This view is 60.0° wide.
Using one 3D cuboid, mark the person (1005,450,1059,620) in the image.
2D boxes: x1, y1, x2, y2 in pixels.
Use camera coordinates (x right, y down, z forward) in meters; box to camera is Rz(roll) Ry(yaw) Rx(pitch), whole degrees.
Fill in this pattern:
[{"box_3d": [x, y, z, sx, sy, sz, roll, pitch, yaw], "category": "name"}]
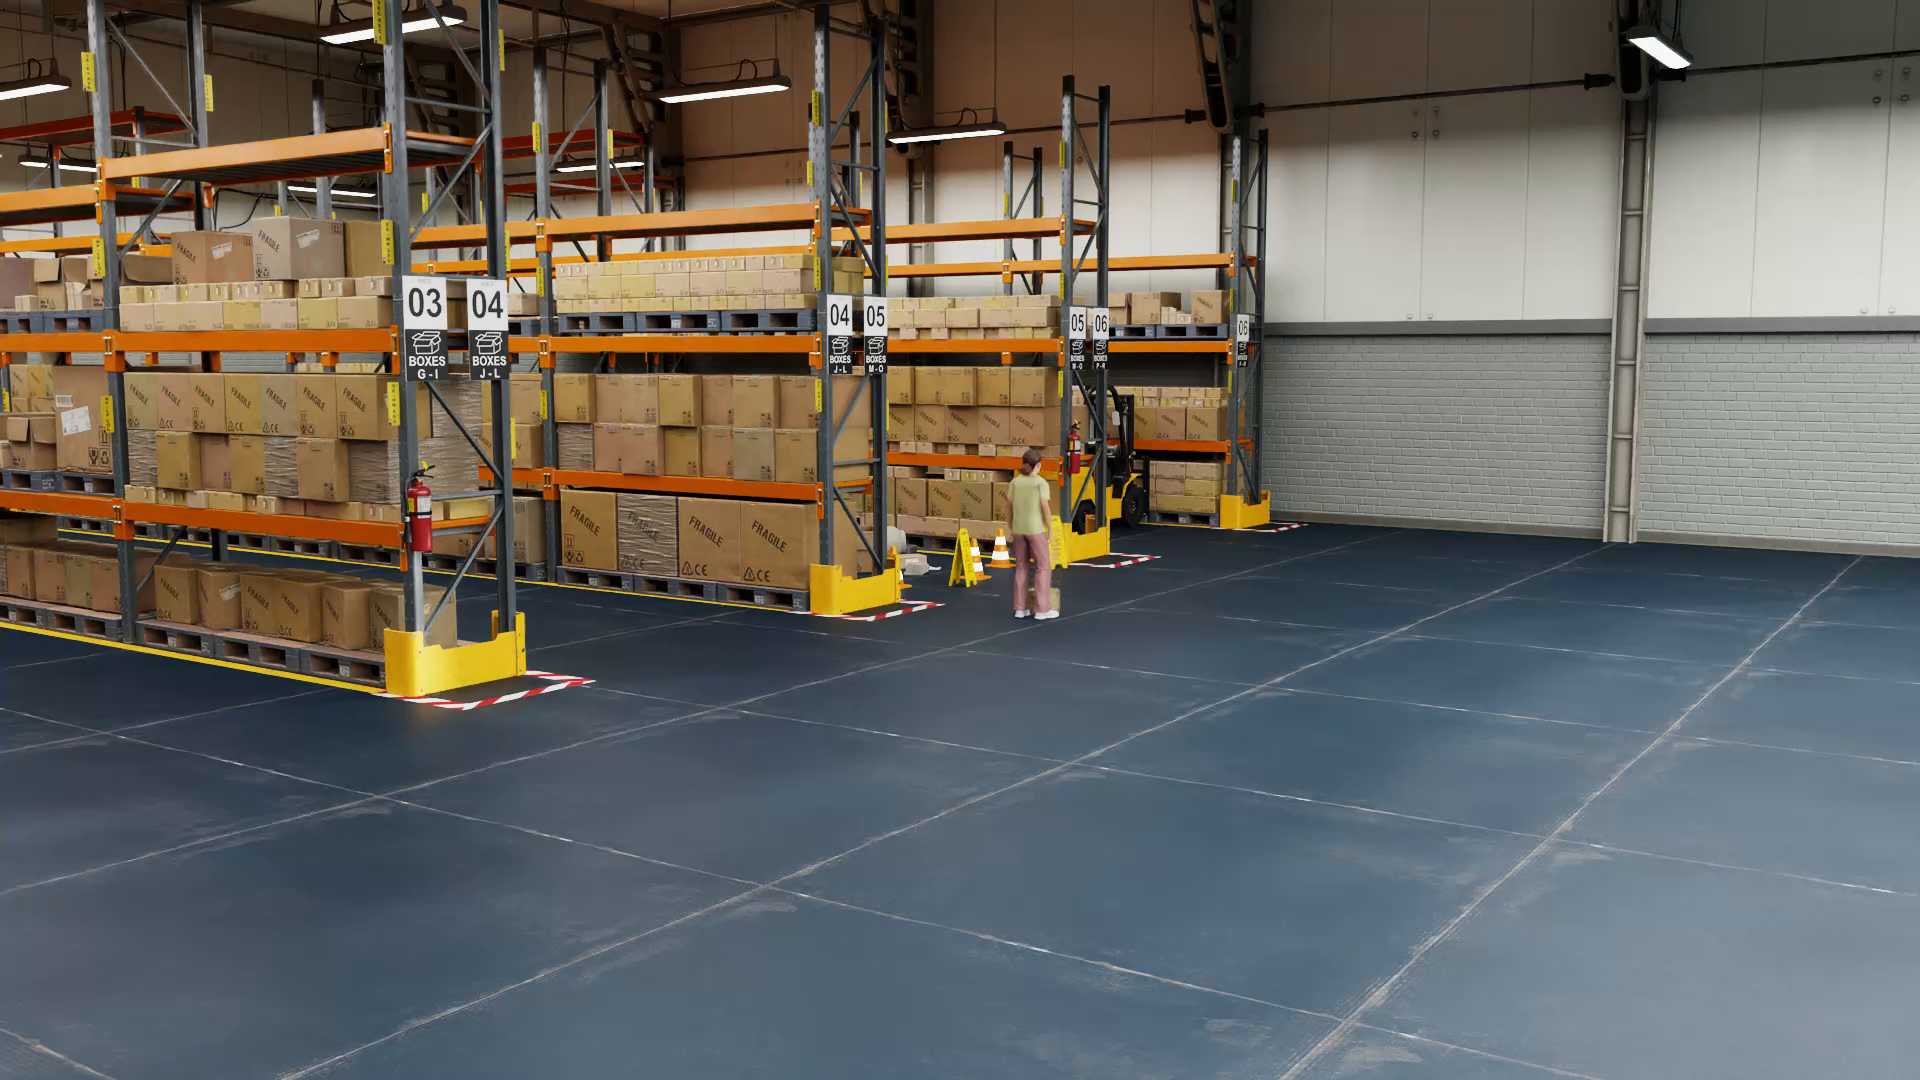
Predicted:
[{"box_3d": [0.705, -0.060, 16.505, 0.499, 1.672, 0.364, 4, 7, 31], "category": "person"}]
